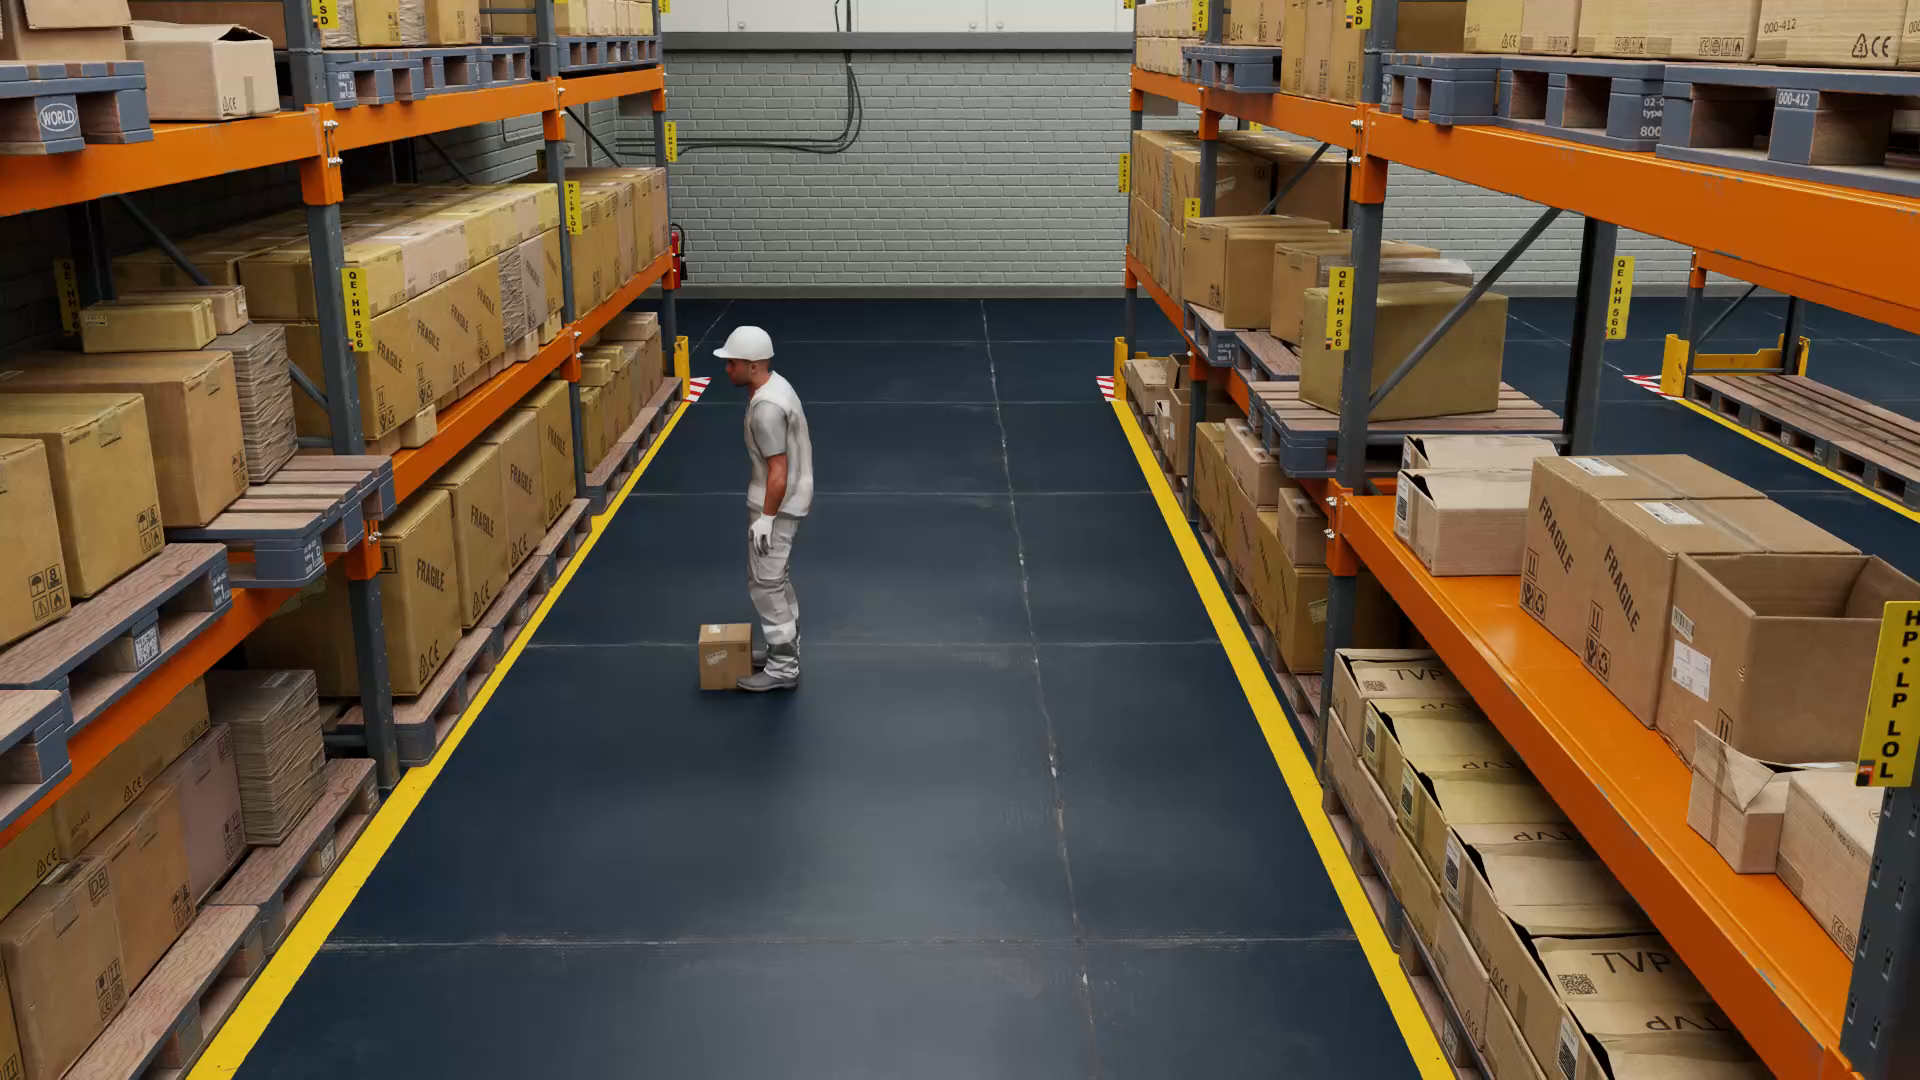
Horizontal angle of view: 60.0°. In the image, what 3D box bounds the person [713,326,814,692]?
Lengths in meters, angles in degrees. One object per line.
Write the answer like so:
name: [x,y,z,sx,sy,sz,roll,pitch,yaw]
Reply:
person: [-0.929,-0.152,8.018,0.451,1.778,0.612,-1,17,-4]
